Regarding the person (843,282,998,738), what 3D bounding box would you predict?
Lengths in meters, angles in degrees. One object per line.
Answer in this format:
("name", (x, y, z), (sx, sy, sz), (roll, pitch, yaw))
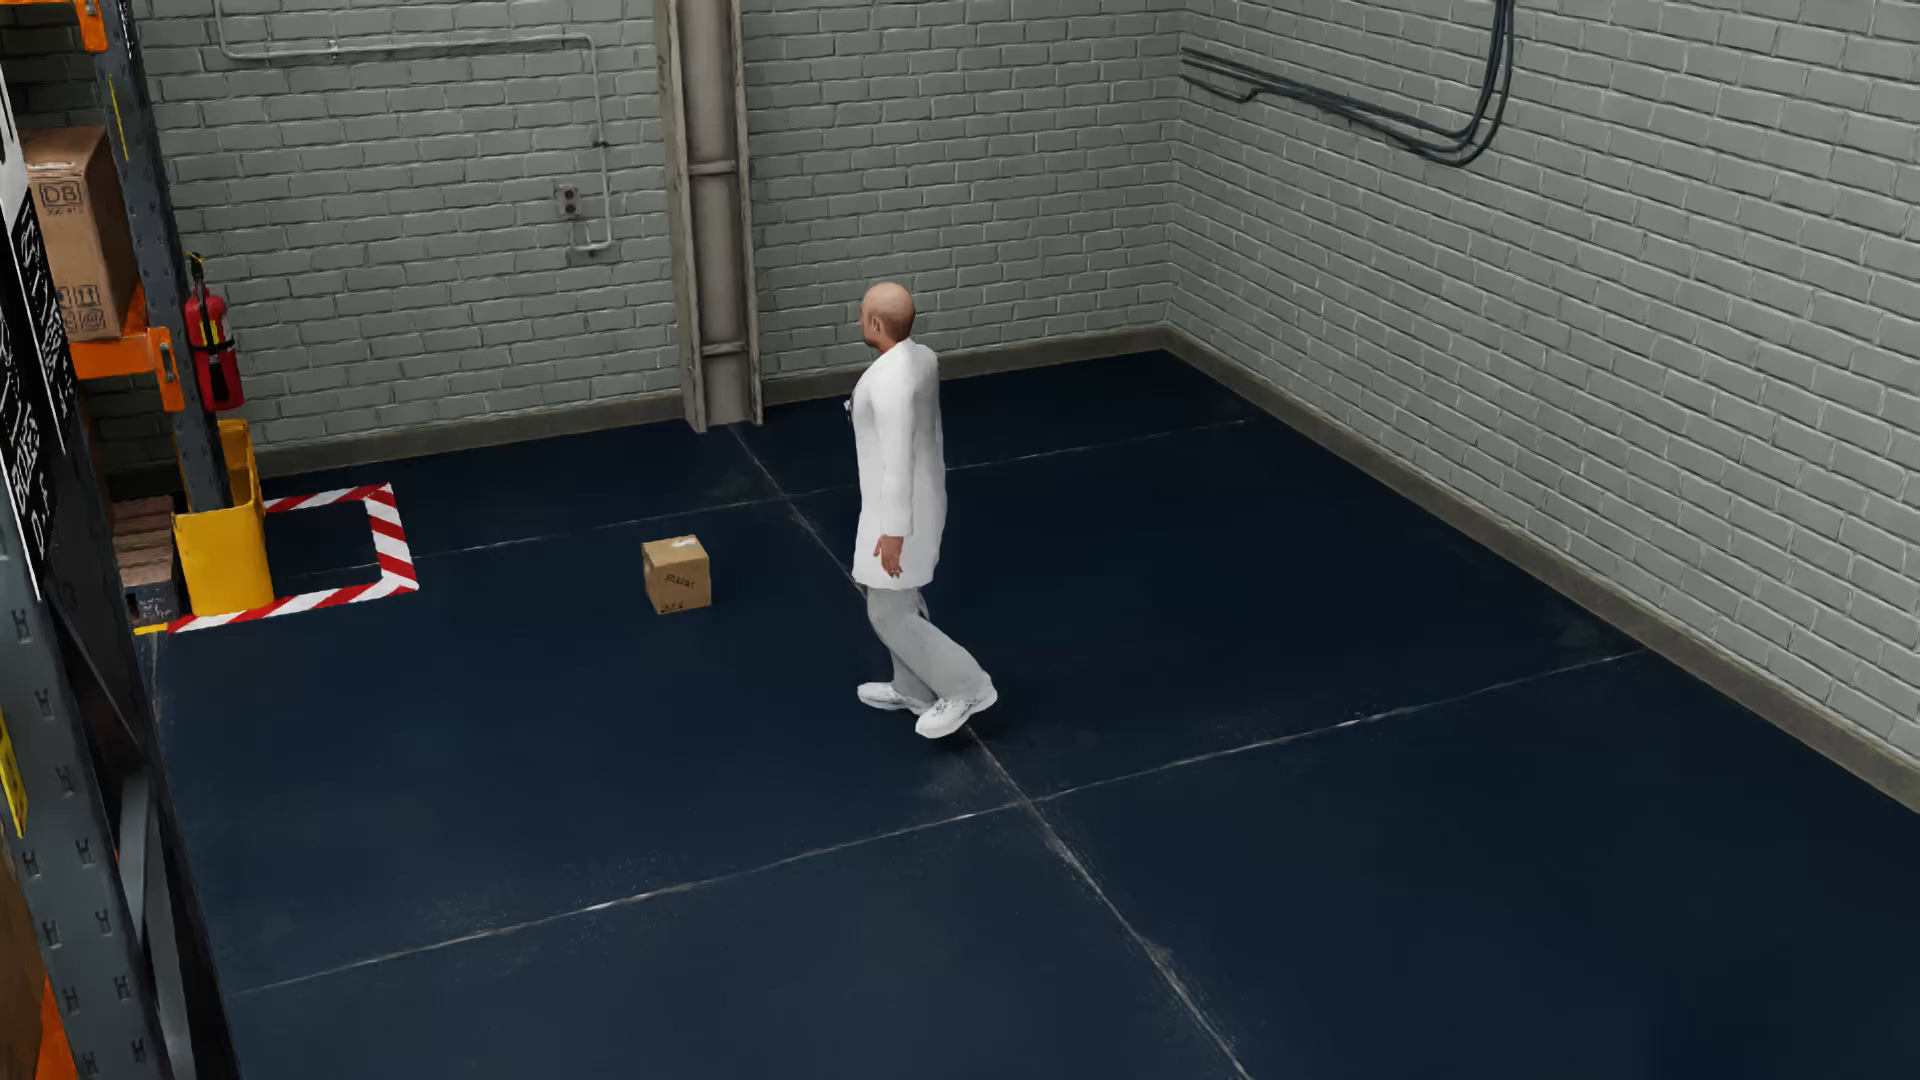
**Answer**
("person", (-0.135, -0.096, 6.326), (0.604, 1.771, 0.619), (5, 26, 10))
